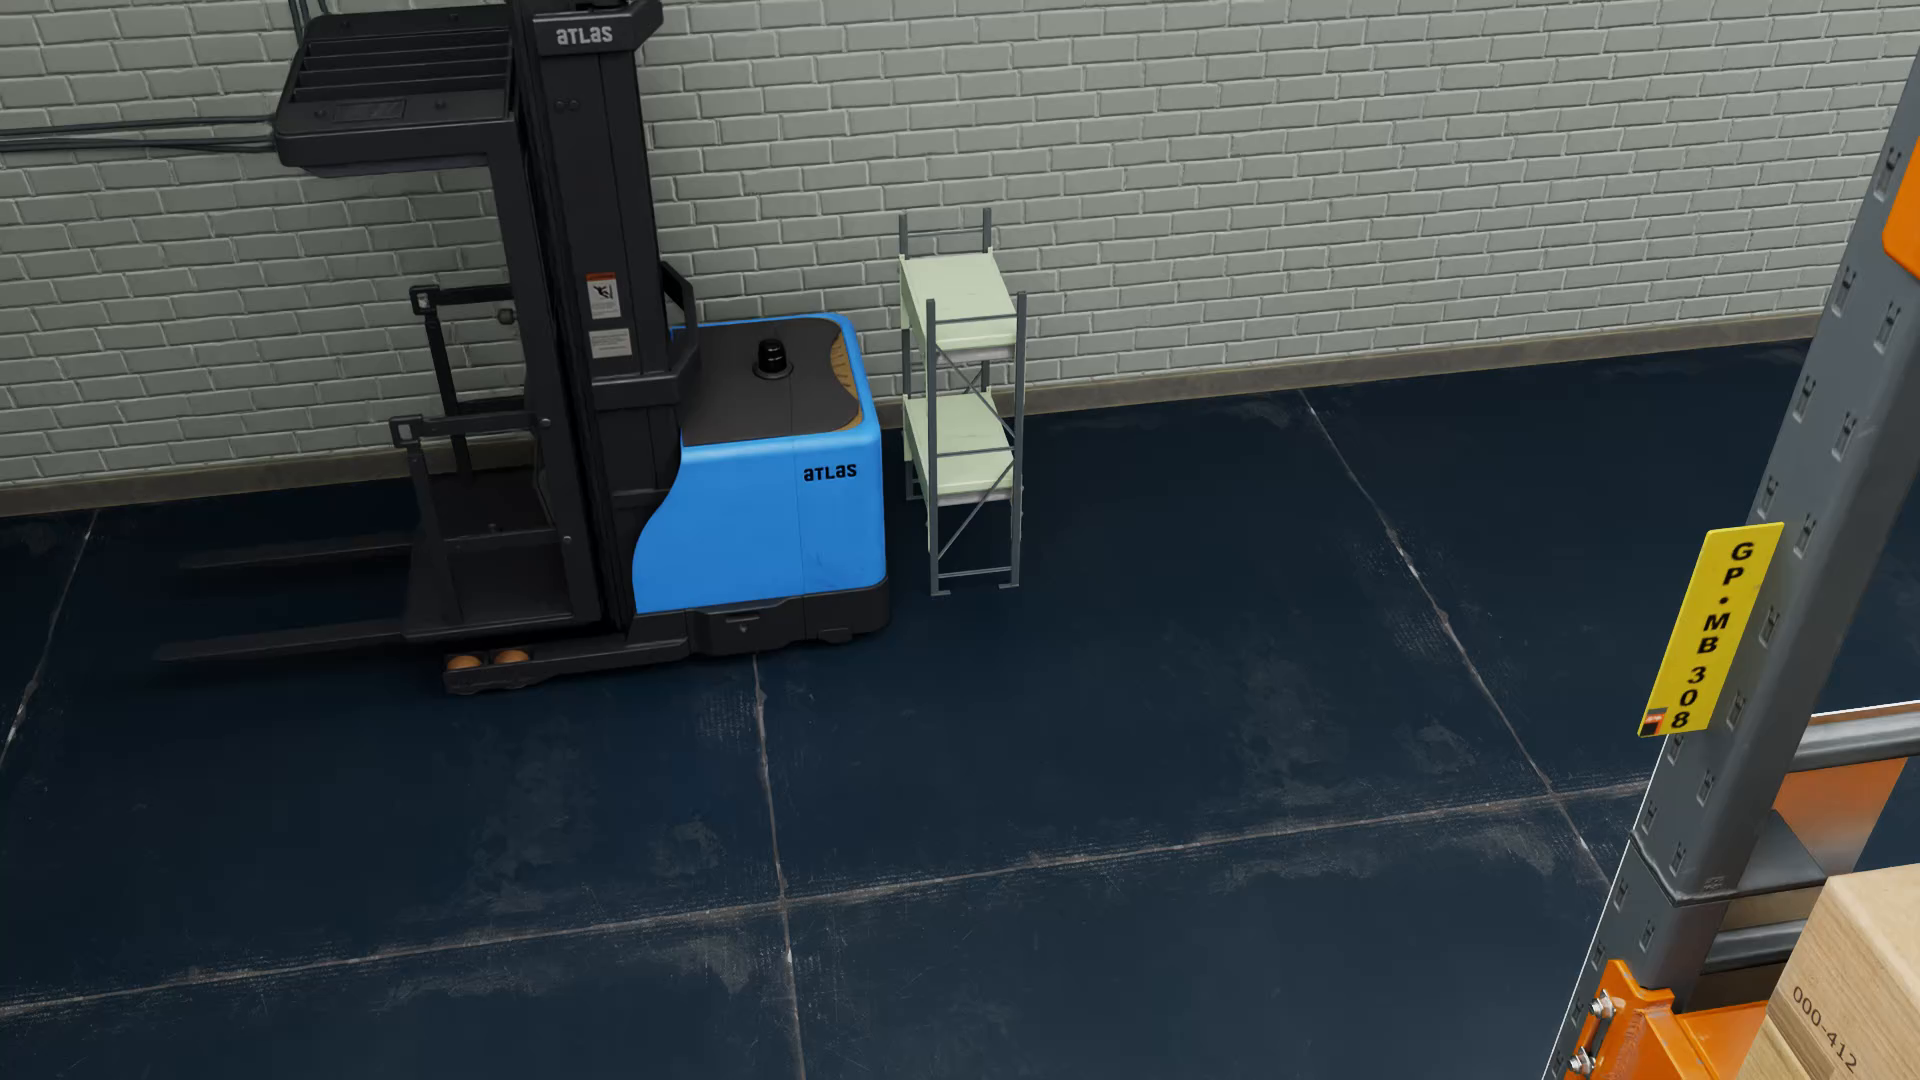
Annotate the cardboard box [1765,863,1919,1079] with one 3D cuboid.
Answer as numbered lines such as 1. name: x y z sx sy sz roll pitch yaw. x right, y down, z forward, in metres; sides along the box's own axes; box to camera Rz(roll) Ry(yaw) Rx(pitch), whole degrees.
1. cardboard box: 1.270 0.601 1.802 0.500 0.250 0.500 -6 38 -8

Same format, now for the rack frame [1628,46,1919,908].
1. rack frame: 1.437 -0.784 1.424 1.000 3.000 0.127 -6 38 -8

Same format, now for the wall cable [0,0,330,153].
1. wall cable: -4.079 -2.477 6.135 3.097 2.526 0.112 -6 38 -8

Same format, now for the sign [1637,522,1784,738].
1. sign: 0.902 0.114 2.001 0.100 0.325 0.005 -6 38 -8

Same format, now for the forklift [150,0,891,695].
1. forklift: -1.869 -0.865 6.474 3.031 2.935 1.130 -6 38 -8

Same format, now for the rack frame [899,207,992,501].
1. rack frame: -0.063 -0.809 7.569 0.400 1.500 0.023 -6 38 -8

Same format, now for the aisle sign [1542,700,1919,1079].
1. aisle sign: 1.136 0.549 2.480 0.394 0.787 0.004 -6 38 -8

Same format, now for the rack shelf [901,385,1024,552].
1. rack shelf: 0.001 -0.331 7.485 0.431 0.370 0.720 -6 38 -8

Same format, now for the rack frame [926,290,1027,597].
1. rack frame: 0.065 -0.367 7.000 0.400 1.500 0.023 -6 38 -8

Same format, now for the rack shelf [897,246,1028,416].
1. rack shelf: 0.001 -0.896 7.045 0.431 0.370 0.720 -6 38 -8

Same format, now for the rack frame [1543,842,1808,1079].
1. rack frame: 1.437 1.585 3.265 1.000 3.000 0.127 -6 38 -8

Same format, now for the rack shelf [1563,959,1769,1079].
1. rack shelf: 1.787 1.893 1.010 1.077 0.370 4.000 -6 38 -8

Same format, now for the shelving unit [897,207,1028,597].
1. shelving unit: 0.001 -0.588 7.285 0.431 1.500 0.755 -6 38 -8

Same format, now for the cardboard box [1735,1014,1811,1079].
1. cardboard box: 1.276 0.797 1.956 0.500 0.250 0.500 -6 38 -8
